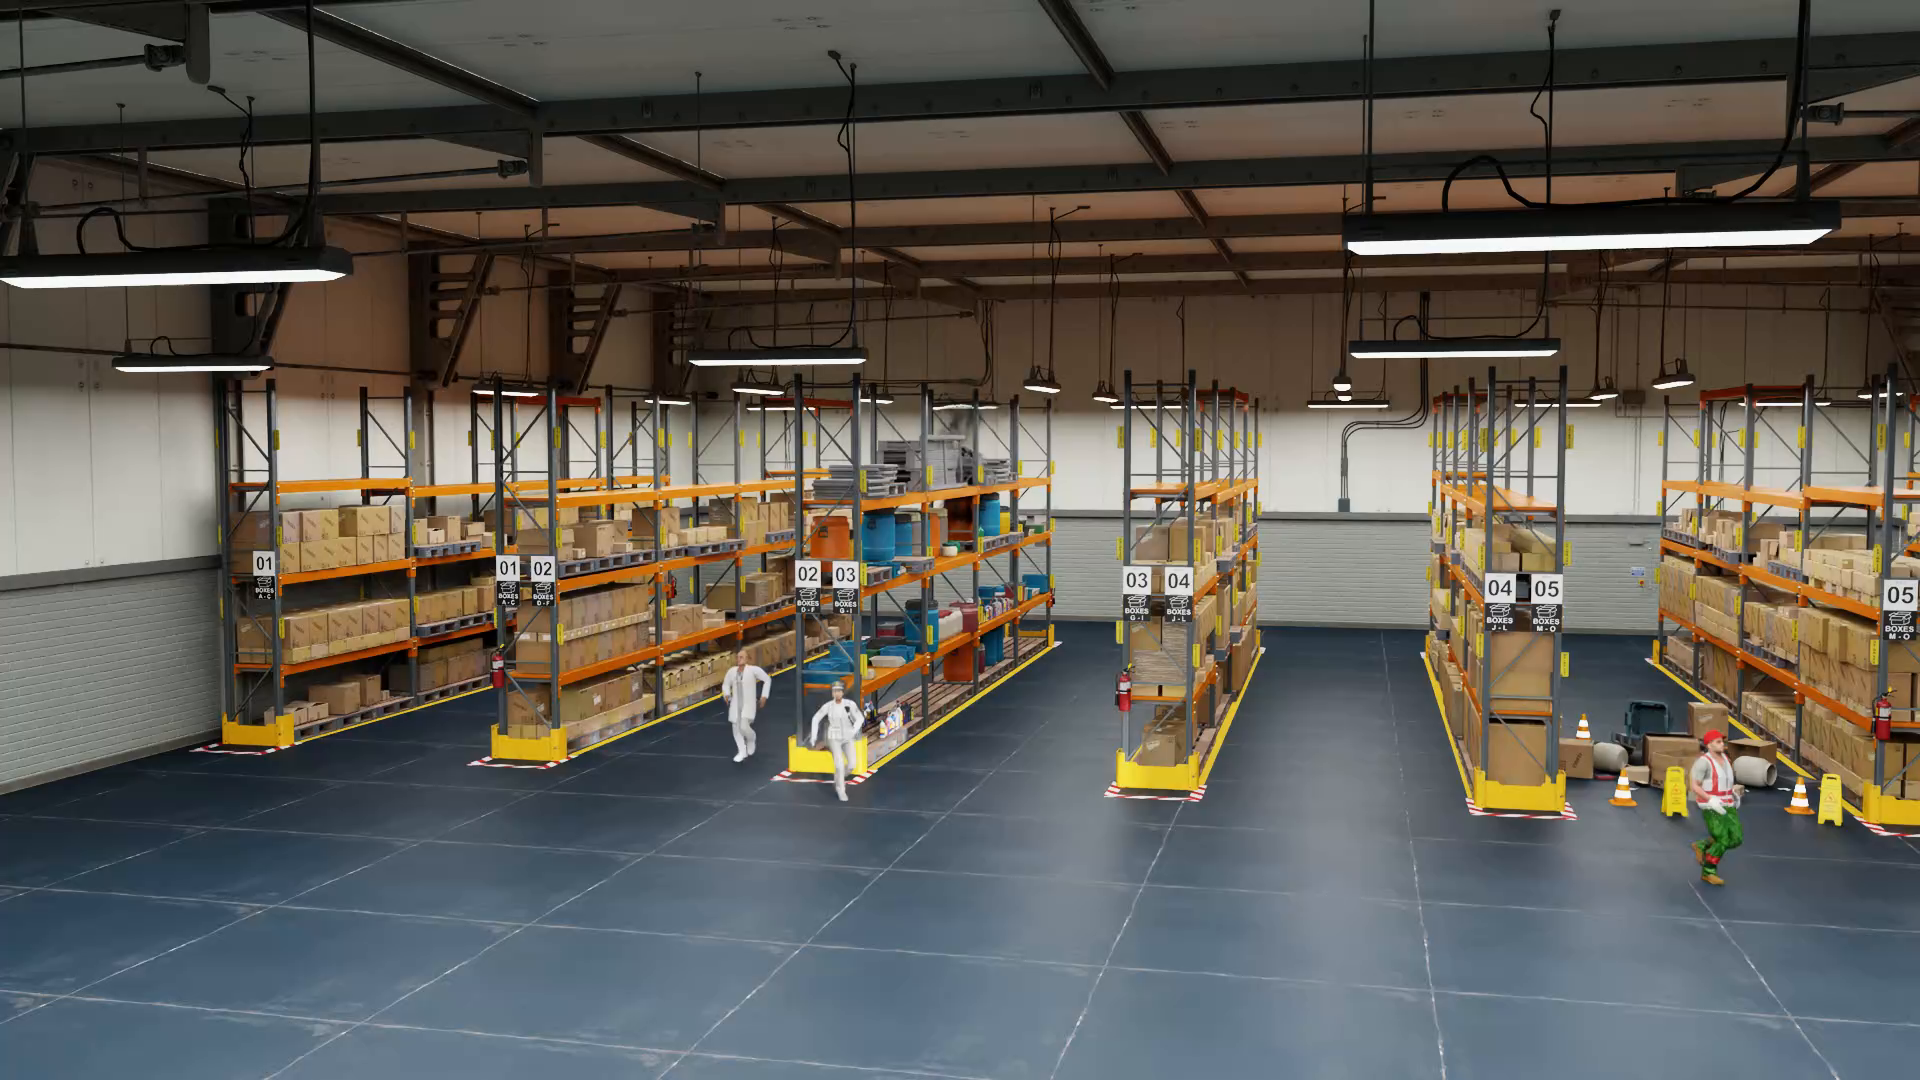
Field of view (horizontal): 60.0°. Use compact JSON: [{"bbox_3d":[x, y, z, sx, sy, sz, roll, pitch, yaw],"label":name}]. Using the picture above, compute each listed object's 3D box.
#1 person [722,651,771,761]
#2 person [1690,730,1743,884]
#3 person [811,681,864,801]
[{"bbox_3d":[-3.363,2.587,25.811,0.742,1.741,0.685,1,4,17],"label":"person"},{"bbox_3d":[8.532,3.006,18.818,0.657,1.734,0.572,-2,4,-29],"label":"person"},{"bbox_3d":[-1.710,2.801,23.265,0.749,1.668,0.491,-1,4,-21],"label":"person"}]
